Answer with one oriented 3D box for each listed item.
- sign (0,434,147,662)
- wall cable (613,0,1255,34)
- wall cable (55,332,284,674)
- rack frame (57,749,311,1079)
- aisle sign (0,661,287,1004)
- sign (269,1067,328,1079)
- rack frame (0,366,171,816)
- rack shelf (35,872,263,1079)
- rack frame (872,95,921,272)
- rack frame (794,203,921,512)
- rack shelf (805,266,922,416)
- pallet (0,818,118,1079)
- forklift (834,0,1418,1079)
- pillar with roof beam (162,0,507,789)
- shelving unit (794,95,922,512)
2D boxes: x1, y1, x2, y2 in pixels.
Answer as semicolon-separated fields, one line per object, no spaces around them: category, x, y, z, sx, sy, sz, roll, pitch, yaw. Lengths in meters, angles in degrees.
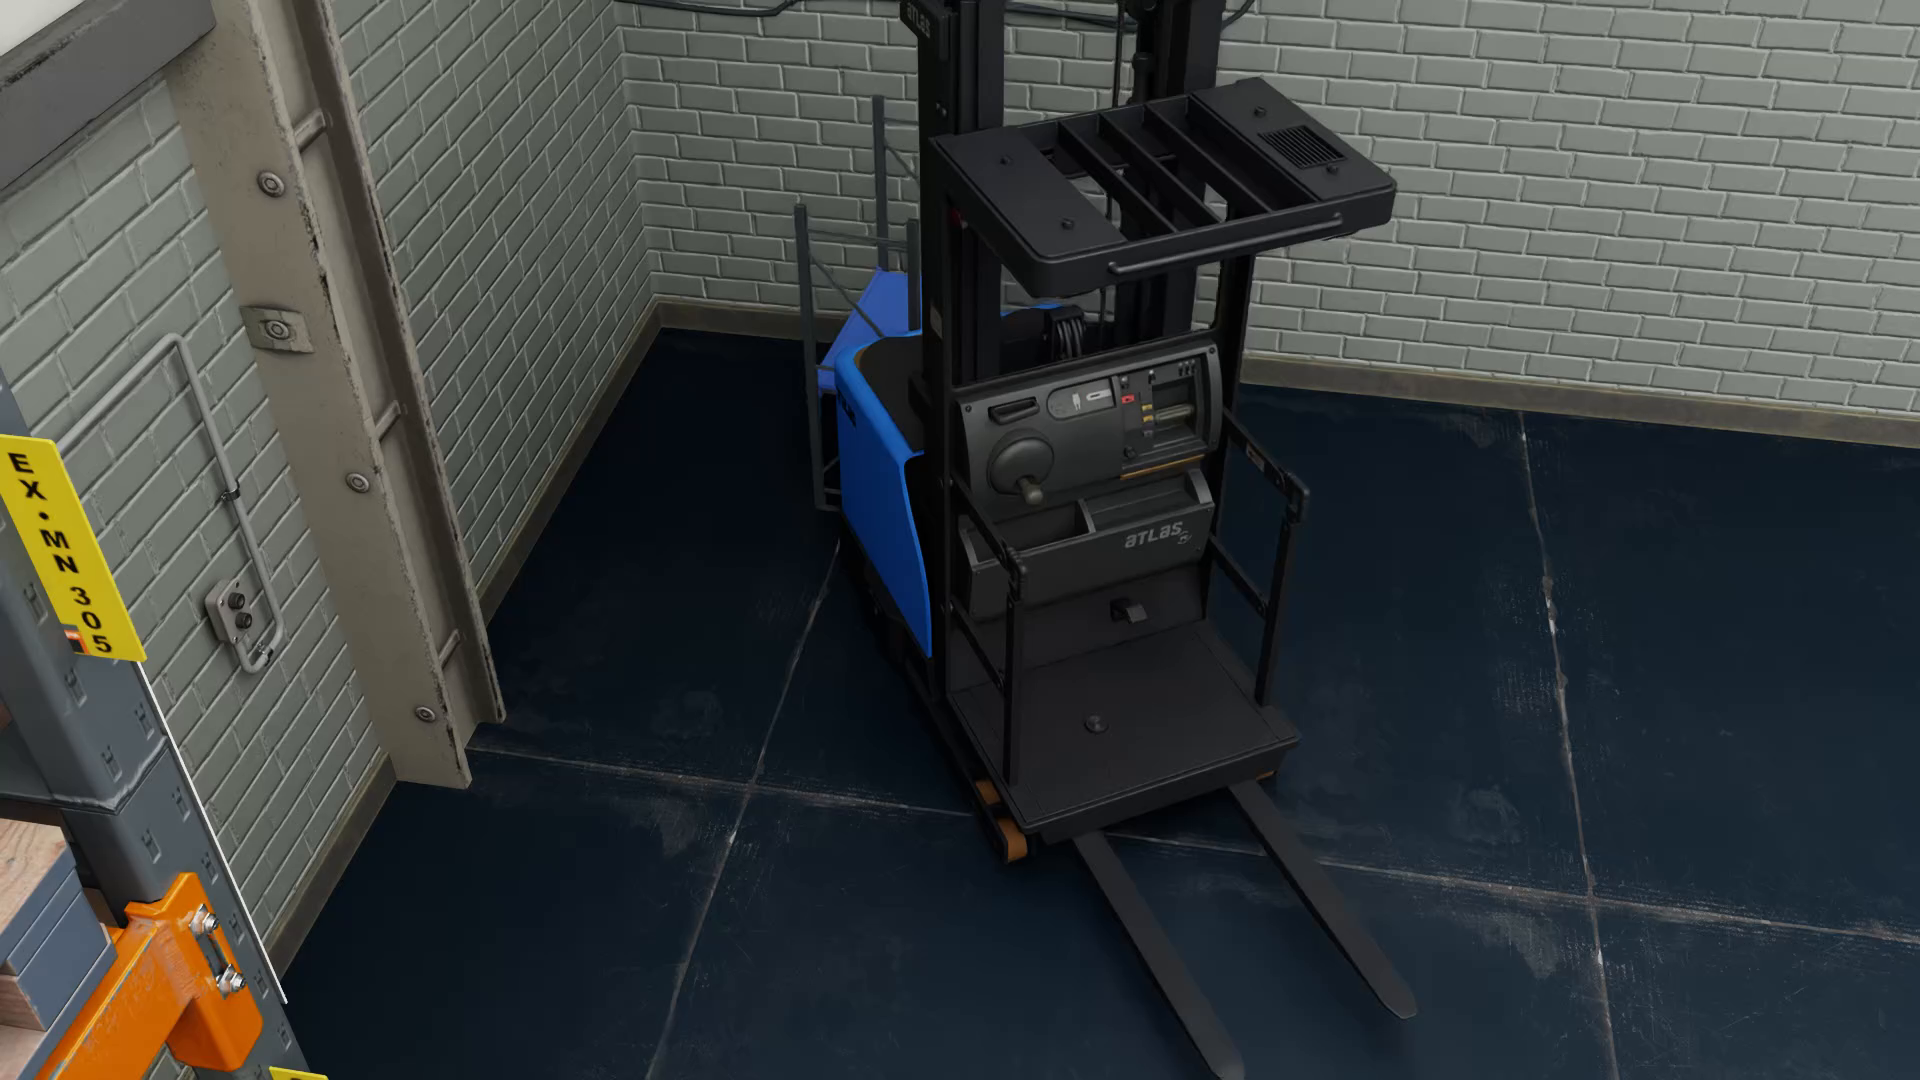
sign;-1.022;0.014;1.892;0.100;0.325;0.005;6;40;8
wall cable;-0.223;-3.213;6.511;3.097;2.526;0.112;6;40;8
wall cable;-2.264;0.113;3.962;0.084;1.984;1.851;6;40;8
rack frame;-1.554;1.412;3.188;1.000;3.000;0.127;6;40;8
aisle sign;-1.246;0.398;2.374;0.394;0.787;0.004;6;40;8
sign;-1.022;0.943;2.660;0.100;0.325;0.005;6;40;8
rack frame;-1.554;-0.900;1.276;1.000;3.000;0.127;6;40;8
rack shelf;-1.900;1.789;0.943;1.077;0.370;4.000;6;40;8
rack frame;-0.136;-1.312;7.660;0.500;1.500;0.032;10;41;12
rack frame;-0.401;-0.686;6.903;0.500;1.500;0.032;10;41;12
rack shelf;-0.269;-0.861;7.396;0.538;0.185;1.000;10;41;12
pallet;-1.672;0.757;1.696;1.003;0.211;1.213;6;40;8
forklift;0.526;-0.305;5.318;1.130;2.935;3.031;-15;42;-17
pillar with roof beam;2.301;-2.215;2.867;9.100;9.000;0.400;6;40;8
shelving unit;-0.269;-0.999;7.281;0.538;1.500;1.048;10;41;12
